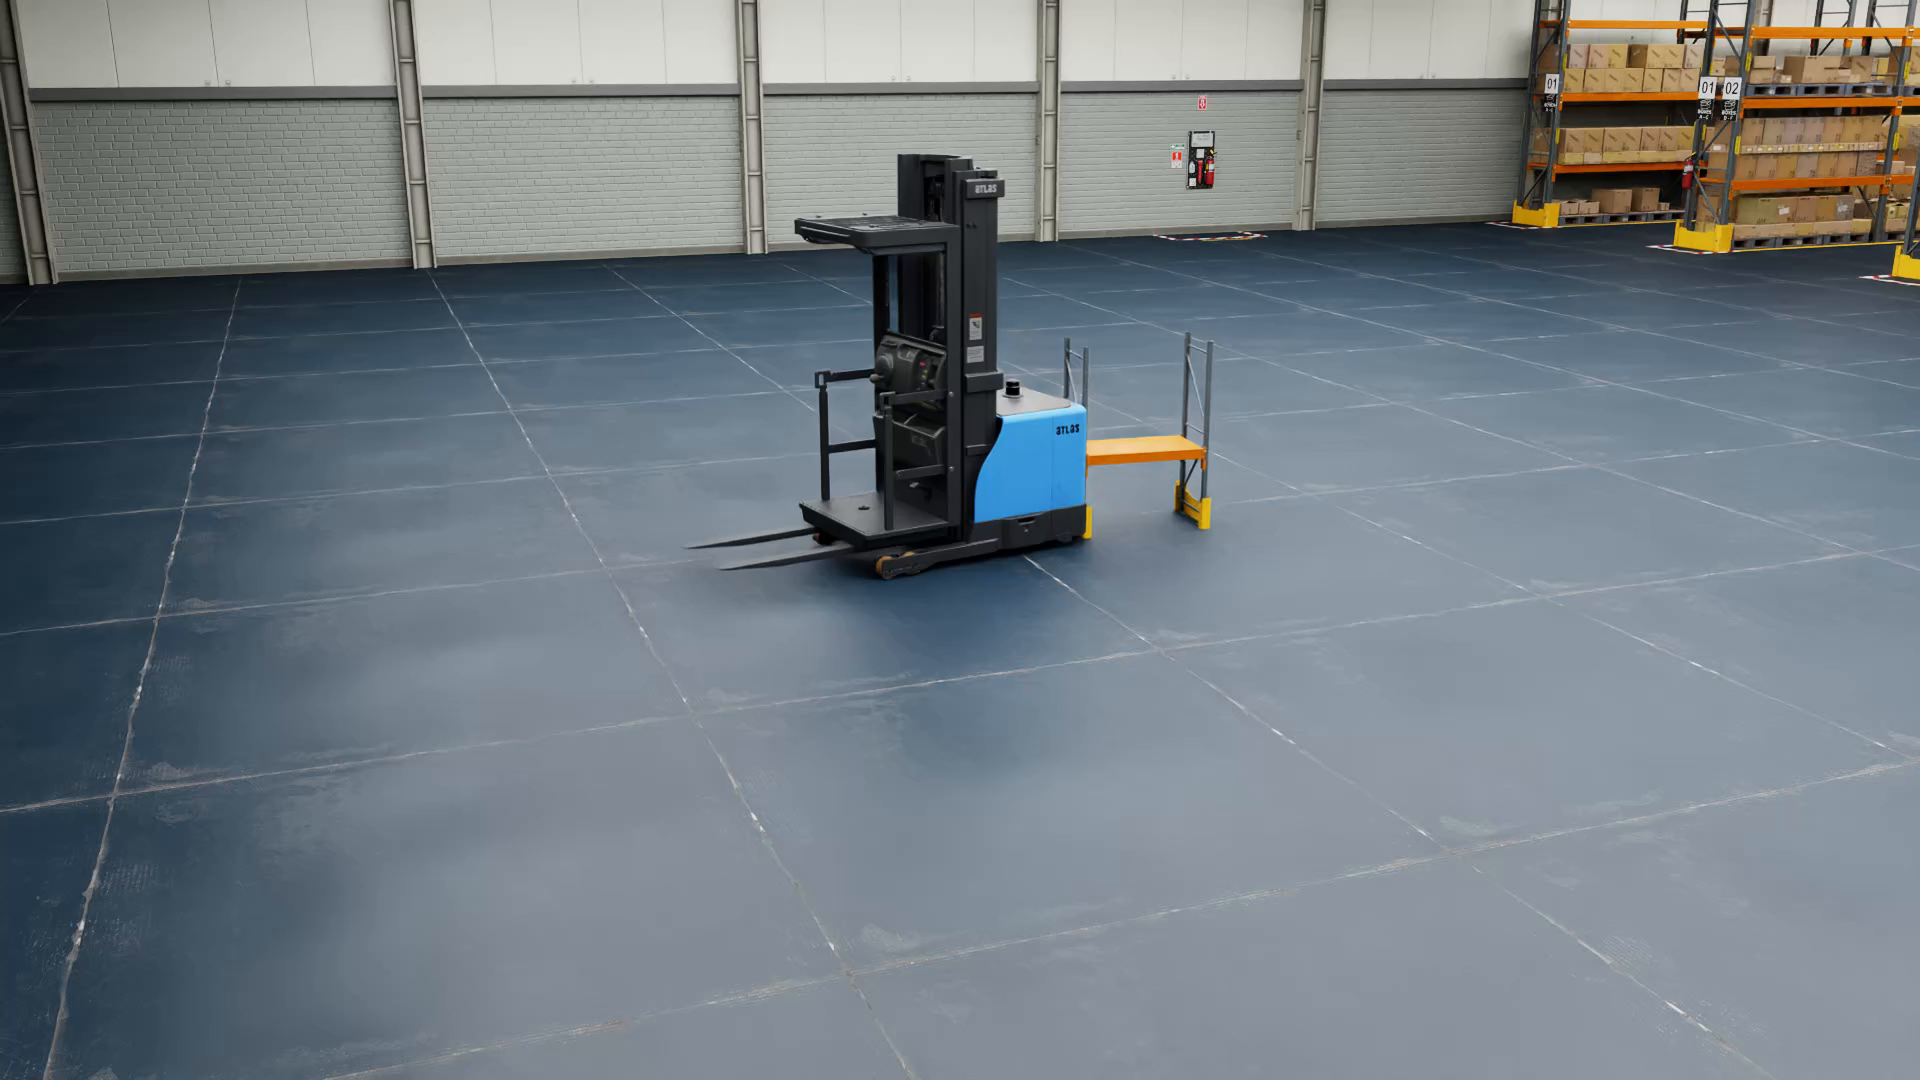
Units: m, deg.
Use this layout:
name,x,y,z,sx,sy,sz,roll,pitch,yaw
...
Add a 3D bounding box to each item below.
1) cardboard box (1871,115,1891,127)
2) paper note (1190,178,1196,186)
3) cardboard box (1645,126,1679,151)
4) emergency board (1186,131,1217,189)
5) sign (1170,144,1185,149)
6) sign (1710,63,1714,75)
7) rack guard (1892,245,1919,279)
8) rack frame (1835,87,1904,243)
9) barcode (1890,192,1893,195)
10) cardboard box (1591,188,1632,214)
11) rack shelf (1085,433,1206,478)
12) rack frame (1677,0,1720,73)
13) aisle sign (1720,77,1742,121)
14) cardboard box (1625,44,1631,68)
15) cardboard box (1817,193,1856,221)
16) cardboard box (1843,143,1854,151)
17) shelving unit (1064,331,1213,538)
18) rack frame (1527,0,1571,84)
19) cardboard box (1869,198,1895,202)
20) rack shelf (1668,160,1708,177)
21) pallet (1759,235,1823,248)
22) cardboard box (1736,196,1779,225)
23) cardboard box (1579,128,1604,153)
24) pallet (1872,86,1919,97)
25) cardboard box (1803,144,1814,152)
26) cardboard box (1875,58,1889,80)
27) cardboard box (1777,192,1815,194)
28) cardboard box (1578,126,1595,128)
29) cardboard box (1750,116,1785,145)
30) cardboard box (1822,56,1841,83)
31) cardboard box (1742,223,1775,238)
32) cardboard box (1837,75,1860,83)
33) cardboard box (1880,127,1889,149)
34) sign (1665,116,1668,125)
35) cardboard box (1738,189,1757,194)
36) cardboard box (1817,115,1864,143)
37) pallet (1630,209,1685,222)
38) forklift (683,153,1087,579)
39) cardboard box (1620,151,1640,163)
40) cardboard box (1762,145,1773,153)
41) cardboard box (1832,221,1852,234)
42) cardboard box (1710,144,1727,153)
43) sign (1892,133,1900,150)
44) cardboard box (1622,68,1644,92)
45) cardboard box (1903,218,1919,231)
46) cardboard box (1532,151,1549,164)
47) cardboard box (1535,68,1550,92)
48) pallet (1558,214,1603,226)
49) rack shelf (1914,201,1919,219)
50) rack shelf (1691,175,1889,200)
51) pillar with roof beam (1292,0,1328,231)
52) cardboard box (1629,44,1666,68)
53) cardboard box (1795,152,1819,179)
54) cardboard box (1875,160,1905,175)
name,x,y,z,sx,sy,sz,roll,pitch,yaw
cardboard box,21.553,-9.842,39.090,0.500,0.250,0.500,-6,17,-20
paper note,4.830,-7.423,34.488,0.142,0.148,0.016,-6,17,-20
cardboard box,15.540,-8.912,36.892,0.500,0.500,0.500,-6,17,-20
emergency board,5.020,-7.846,34.363,0.643,1.169,0.194,-6,17,-20
sign,4.474,-8.087,34.180,0.331,0.109,0.001,-6,17,-20
sign,16.536,-10.340,36.616,0.005,0.325,0.100,-6,17,-20
rack guard,16.199,-4.606,27.766,0.348,0.500,1.175,-6,17,-20
rack frame,18.111,-7.492,33.158,0.127,3.000,1.000,-6,17,-20
barcode,18.498,-6.881,33.028,0.075,0.075,0.001,-6,17,-20
cardboard box,14.513,-7.568,37.072,0.500,0.500,0.700,-7,18,-24
rack shelf,1.395,-0.679,13.258,1.000,0.185,0.538,-4,17,-14
rack frame,16.335,-11.673,36.750,0.127,3.000,1.000,-6,17,-20
aisle sign,14.424,-8.249,31.122,0.004,0.787,0.394,-6,17,-20
cardboard box,14.355,-10.631,36.536,0.500,0.500,0.500,-6,17,-20
cardboard box,17.285,-6.582,32.865,0.500,0.500,0.500,-6,17,-20
cardboard box,17.214,-7.689,32.501,0.250,0.149,0.380,-6,17,-20
shelving unit,1.404,-0.852,13.209,1.083,1.500,0.587,-4,17,-14
rack frame,12.600,-11.270,35.377,0.127,3.000,1.000,-6,17,-20
cardboard box,18.870,-6.814,33.988,0.500,0.311,0.500,-6,17,-19
rack shelf,18.202,-8.651,38.383,4.000,0.370,1.077,-6,17,-20
pallet,16.212,-5.961,32.893,1.213,0.211,1.003,-6,17,-20
cardboard box,15.422,-6.377,32.166,0.500,0.500,0.500,-6,17,-20
cardboard box,13.618,-8.705,36.190,0.500,0.500,0.500,-6,17,-20
pallet,18.930,-8.932,33.077,1.217,0.209,0.805,-7,18,-22
cardboard box,16.255,-7.586,32.148,0.250,0.149,0.380,-6,17,-20
cardboard box,21.500,-11.080,39.095,0.500,0.500,0.700,-5,17,-17
cardboard box,16.632,-6.669,33.159,0.500,0.500,0.500,-6,17,-20
cardboard box,13.919,-8.894,36.832,0.500,0.500,0.500,-7,18,-22
cardboard box,15.355,-7.863,31.941,0.500,0.500,0.700,-7,18,-22
cardboard box,16.528,-9.117,32.190,0.637,0.503,0.797,-4,17,-14
cardboard box,15.422,-6.018,32.273,0.500,0.250,0.500,-6,17,-20
cardboard box,17.082,-8.886,32.033,0.250,0.149,0.380,-6,17,-20
cardboard box,21.571,-9.480,39.188,0.500,0.500,0.500,-6,17,-20
sign,16.133,-9.496,37.928,0.005,0.325,0.100,-6,17,-20
cardboard box,17.972,-7.991,38.515,0.500,0.500,0.700,-6,17,-19
cardboard box,17.227,-8.065,32.629,0.500,0.500,0.700,-6,17,-20
pallet,15.720,-7.380,37.726,1.213,0.211,1.003,-6,17,-20
forklift,-0.545,-1.291,12.165,3.031,2.935,1.130,-10,19,-30
cardboard box,14.599,-8.451,36.656,0.500,0.250,0.500,-6,17,-20
cardboard box,15.298,-7.483,31.799,0.250,0.149,0.380,-6,17,-20
cardboard box,17.286,-6.222,32.969,0.500,0.250,0.500,-6,17,-20
cardboard box,14.664,-7.537,31.982,0.250,0.149,0.380,-6,18,-21
sign,18.311,-7.800,32.529,0.005,0.325,0.100,-6,17,-20
cardboard box,14.492,-10.014,36.211,0.500,0.500,0.500,-5,17,-17
cardboard box,19.054,-6.401,33.577,0.500,0.250,0.500,-6,17,-19
cardboard box,12.967,-8.427,36.575,0.500,0.250,0.500,-6,17,-19
cardboard box,12.899,-9.997,36.153,0.500,0.500,0.500,-5,17,-16
pallet,13.442,-7.134,36.888,1.213,0.211,1.003,-6,17,-20
rack shelf,18.012,-5.642,28.134,4.000,0.370,1.077,-6,17,-20
rack shelf,16.243,-6.945,32.573,4.000,0.370,1.077,-6,17,-20
pillar with roof beam,8.882,-9.831,30.475,0.400,9.000,9.100,-6,17,-20
cardboard box,14.972,-10.536,36.214,0.500,0.500,0.500,-7,18,-22
cardboard box,16.261,-7.337,32.454,0.500,0.500,0.700,-6,17,-18
cardboard box,18.555,-7.481,33.388,0.500,0.250,0.500,-5,17,-17
